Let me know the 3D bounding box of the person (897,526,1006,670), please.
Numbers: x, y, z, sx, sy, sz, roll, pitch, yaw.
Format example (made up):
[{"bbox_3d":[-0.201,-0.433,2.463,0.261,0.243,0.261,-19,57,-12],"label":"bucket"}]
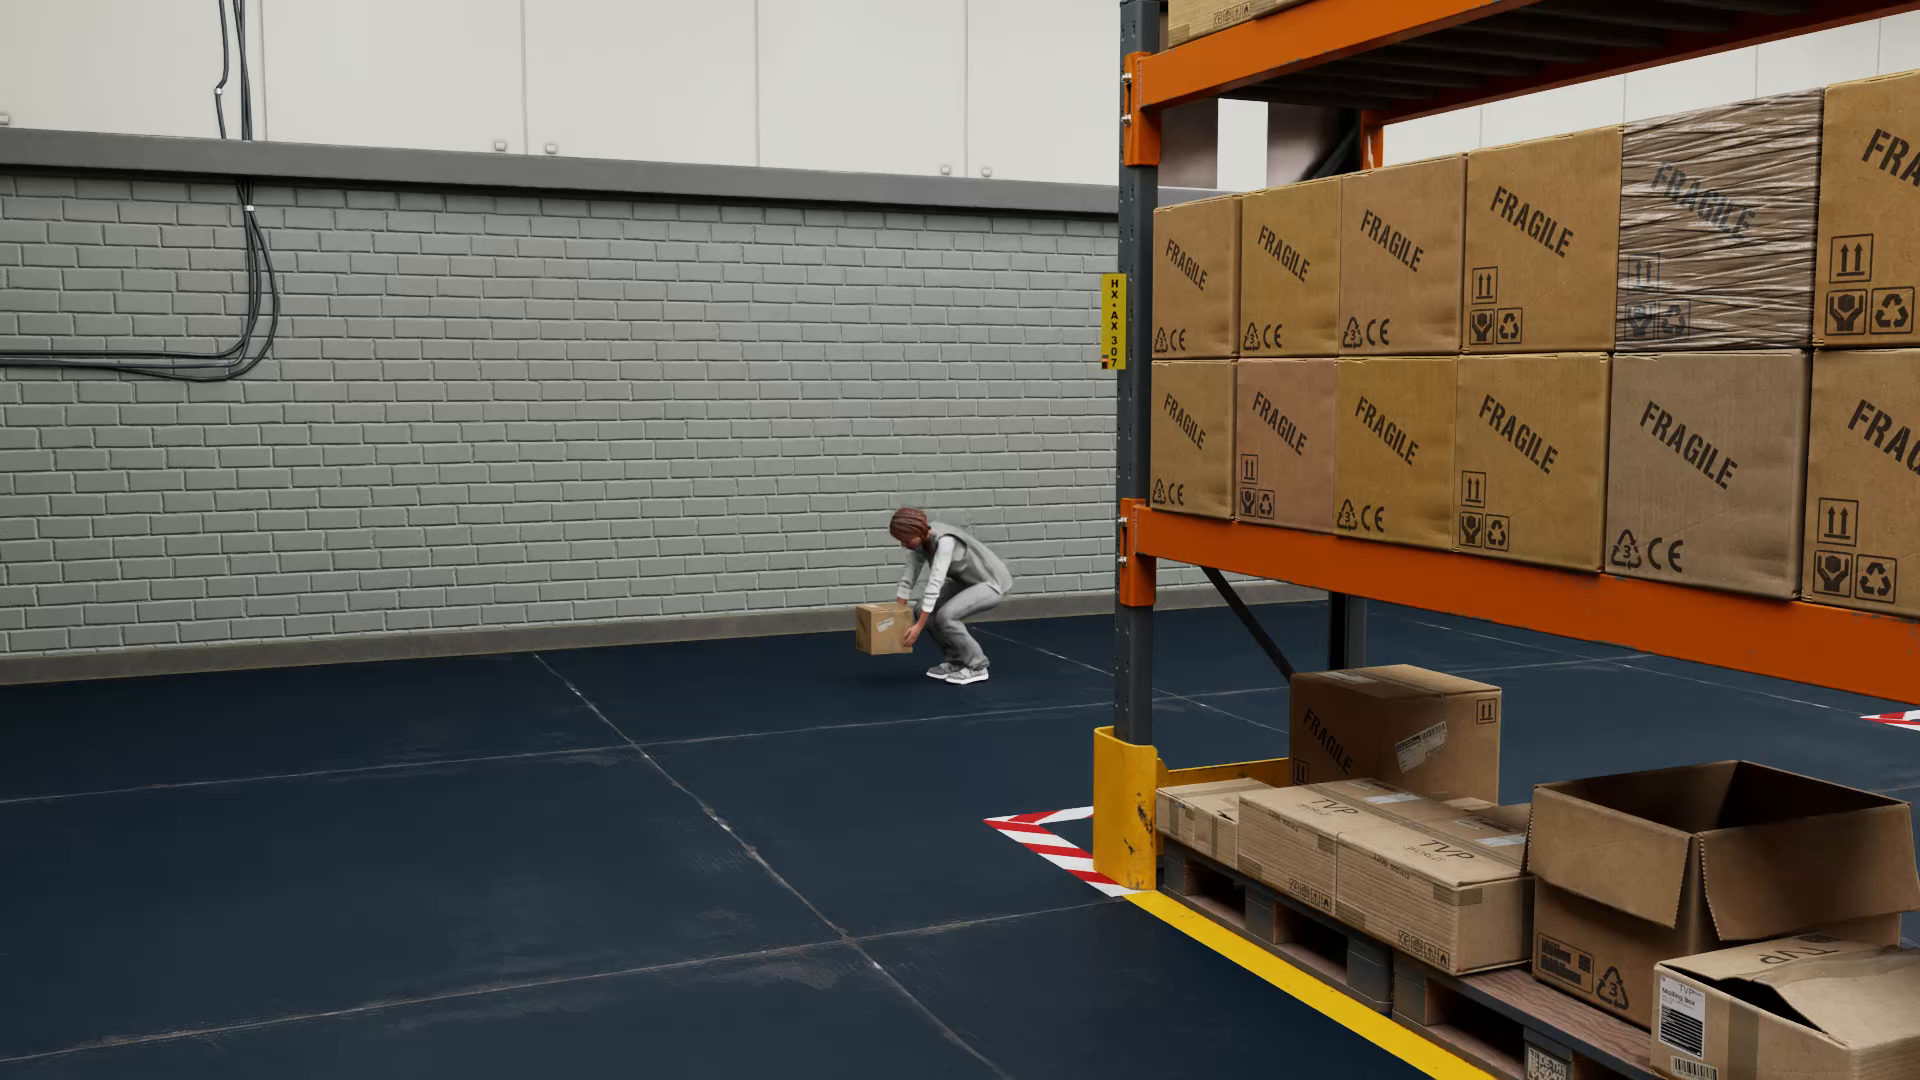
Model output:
[{"bbox_3d":[-0.003,0.329,9.558,0.628,0.833,0.452,-2,6,-24],"label":"person"}]
